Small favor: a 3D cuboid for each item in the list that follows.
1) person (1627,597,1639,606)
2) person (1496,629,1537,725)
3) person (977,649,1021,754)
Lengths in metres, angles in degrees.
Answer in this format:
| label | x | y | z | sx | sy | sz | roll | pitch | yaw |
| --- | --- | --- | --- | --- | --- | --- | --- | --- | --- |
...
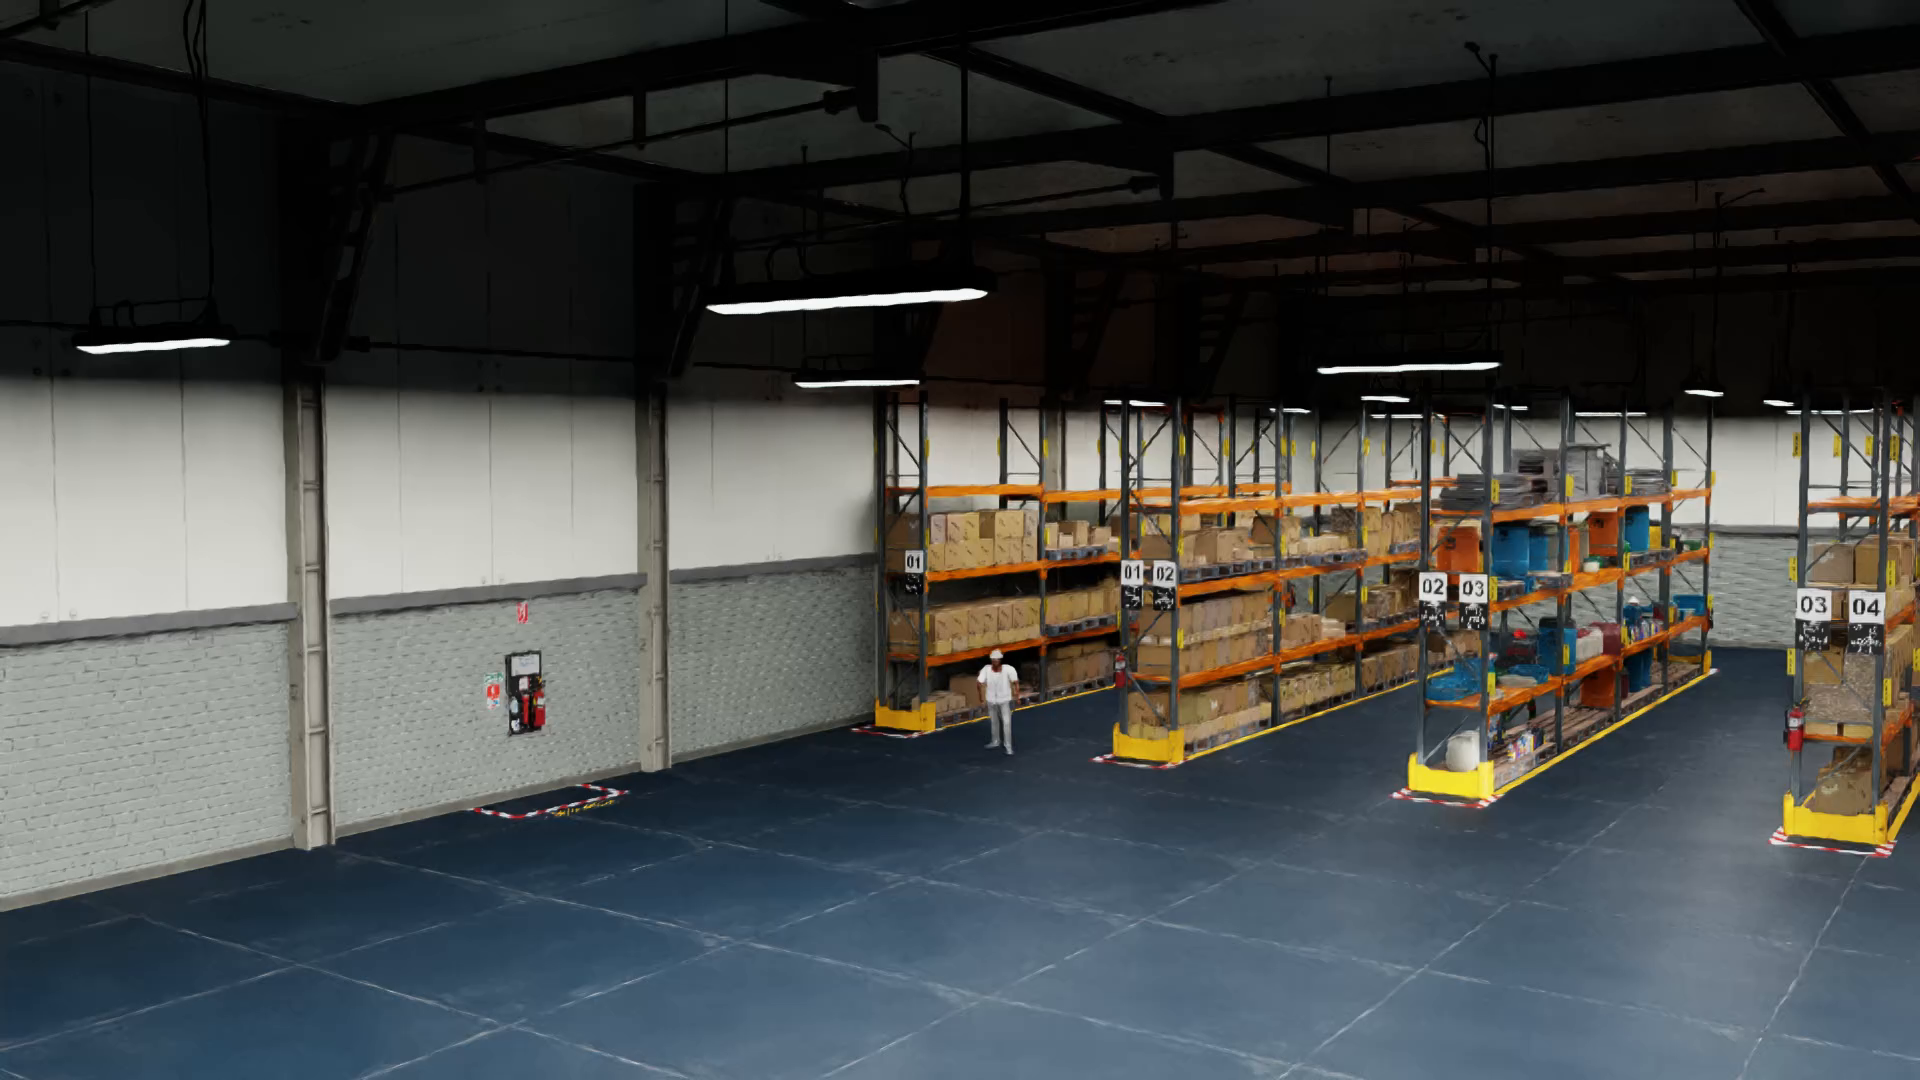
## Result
| label | x | y | z | sx | sy | sz | roll | pitch | yaw |
| --- | --- | --- | --- | --- | --- | --- | --- | --- | --- |
| person | 14.814 | 2.116 | 36.476 | 0.928 | 1.733 | 0.560 | -3 | 4 | -39 |
| person | 10.077 | 2.464 | 29.956 | 0.533 | 1.728 | 1.036 | 3 | 4 | 43 |
| person | 0.639 | 2.629 | 27.351 | 0.700 | 1.705 | 0.840 | 1 | 3 | 18 |
